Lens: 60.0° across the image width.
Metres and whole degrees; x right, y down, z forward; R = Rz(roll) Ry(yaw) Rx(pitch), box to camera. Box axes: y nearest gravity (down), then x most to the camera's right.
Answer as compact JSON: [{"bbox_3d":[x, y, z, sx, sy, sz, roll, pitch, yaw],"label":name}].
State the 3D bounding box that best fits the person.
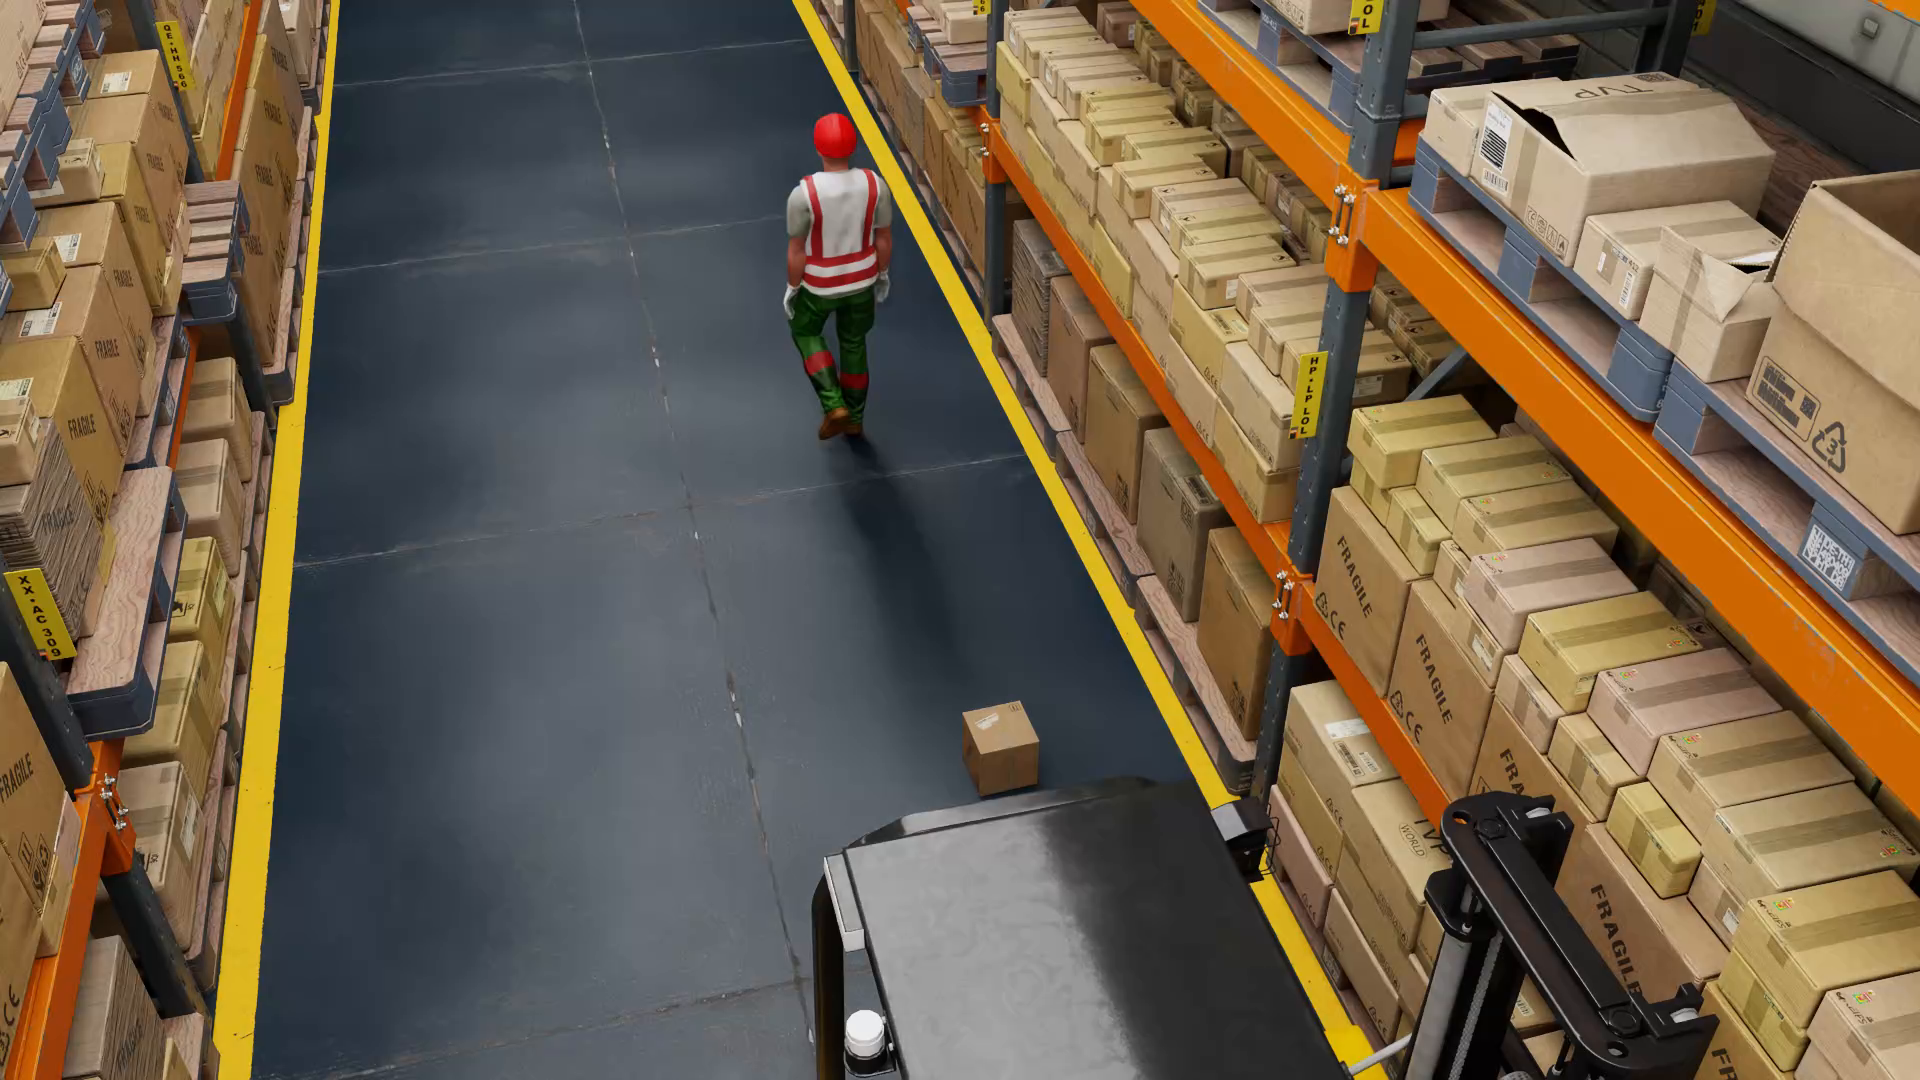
[{"bbox_3d":[-0.612,-1.286,8.299,0.568,1.781,0.508,-12,39,-15],"label":"person"}]
